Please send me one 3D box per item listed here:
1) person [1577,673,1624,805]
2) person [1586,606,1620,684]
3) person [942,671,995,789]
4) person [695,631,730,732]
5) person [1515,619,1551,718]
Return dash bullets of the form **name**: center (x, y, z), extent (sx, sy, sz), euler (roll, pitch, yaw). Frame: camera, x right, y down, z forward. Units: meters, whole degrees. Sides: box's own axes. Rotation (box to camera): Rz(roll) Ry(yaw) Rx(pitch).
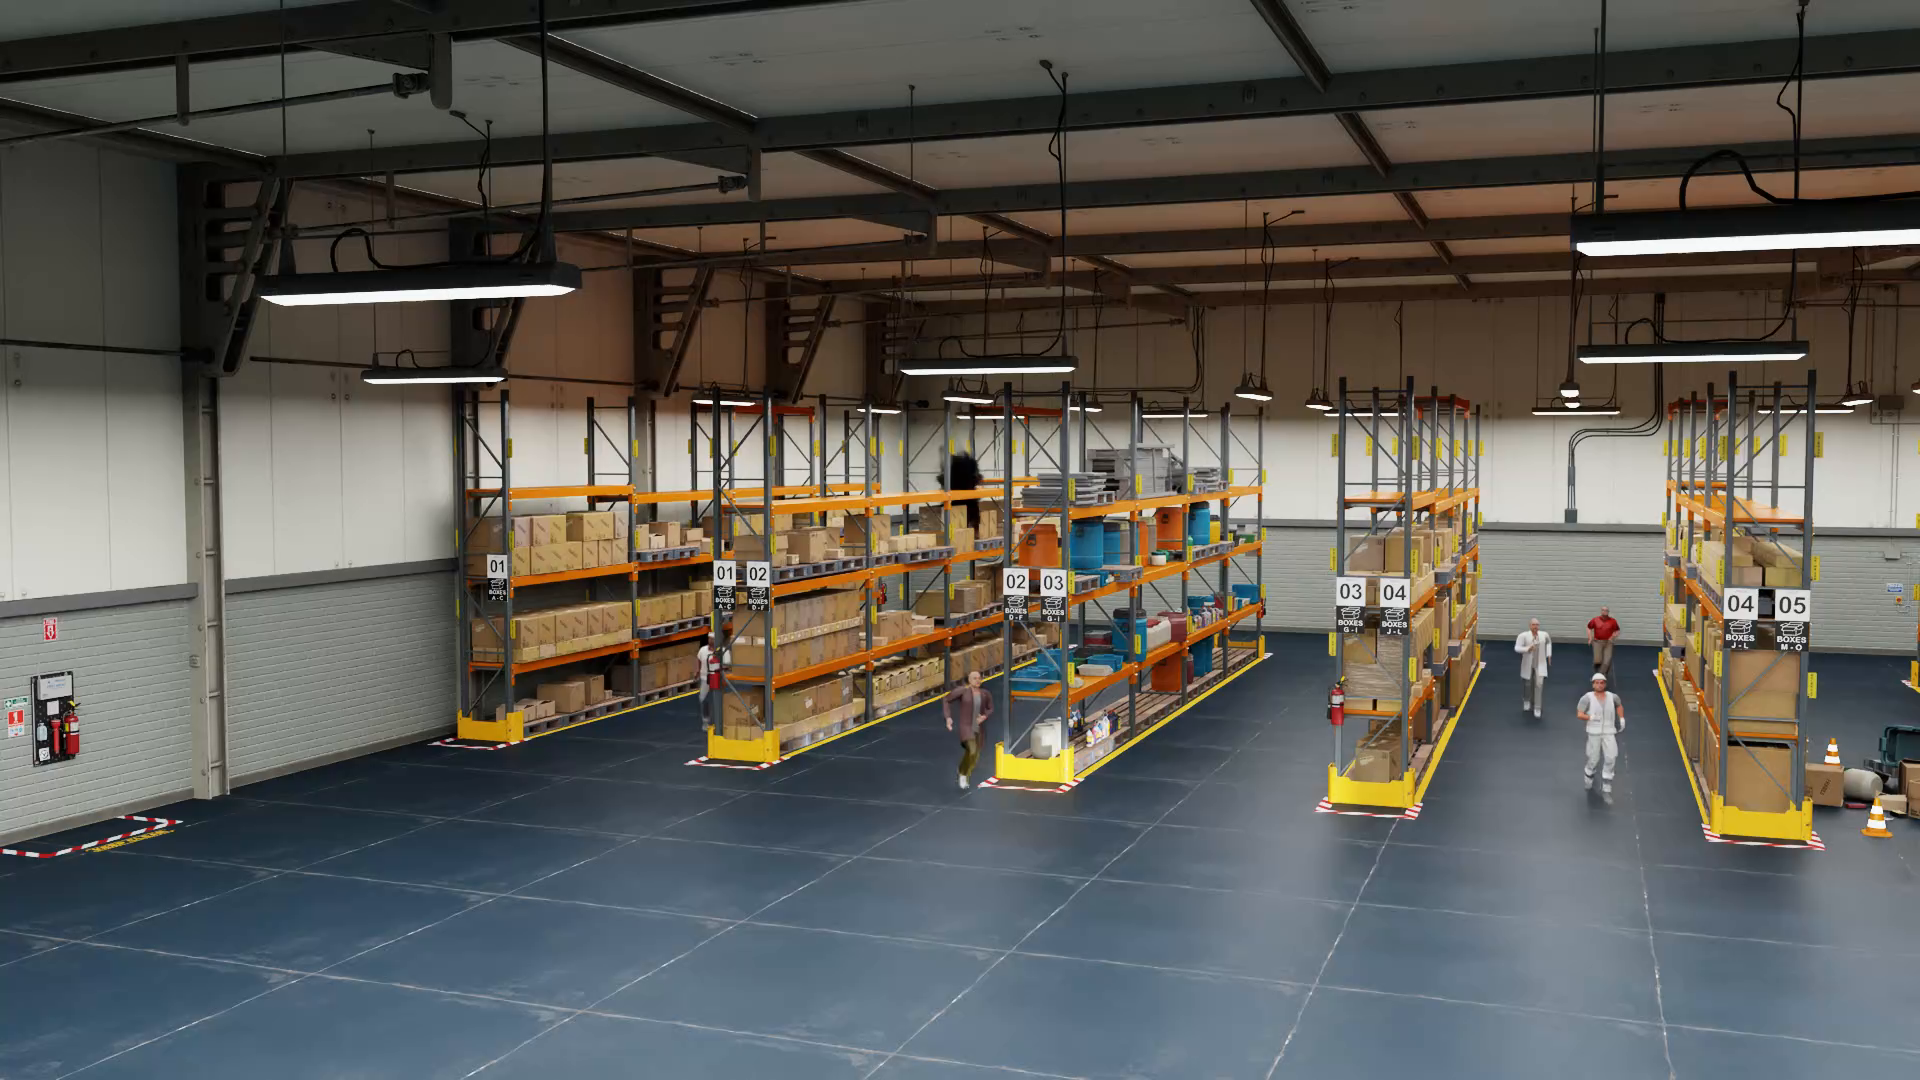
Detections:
- **person**: center (9.161, 2.808, 23.762), extent (0.669, 1.812, 0.893), euler (1, 3, 12)
- **person**: center (13.597, 2.231, 35.139), extent (0.660, 1.685, 0.599), euler (1, 3, 17)
- **person**: center (0.160, 2.781, 24.369), extent (0.727, 1.709, 0.673), euler (-2, 4, -30)
- **person**: center (-4.393, 2.503, 29.447), extent (0.671, 1.801, 0.728), euler (0, 3, 6)
- **person**: center (10.739, 2.366, 31.172), extent (0.690, 1.797, 1.033), euler (1, 3, 12)
